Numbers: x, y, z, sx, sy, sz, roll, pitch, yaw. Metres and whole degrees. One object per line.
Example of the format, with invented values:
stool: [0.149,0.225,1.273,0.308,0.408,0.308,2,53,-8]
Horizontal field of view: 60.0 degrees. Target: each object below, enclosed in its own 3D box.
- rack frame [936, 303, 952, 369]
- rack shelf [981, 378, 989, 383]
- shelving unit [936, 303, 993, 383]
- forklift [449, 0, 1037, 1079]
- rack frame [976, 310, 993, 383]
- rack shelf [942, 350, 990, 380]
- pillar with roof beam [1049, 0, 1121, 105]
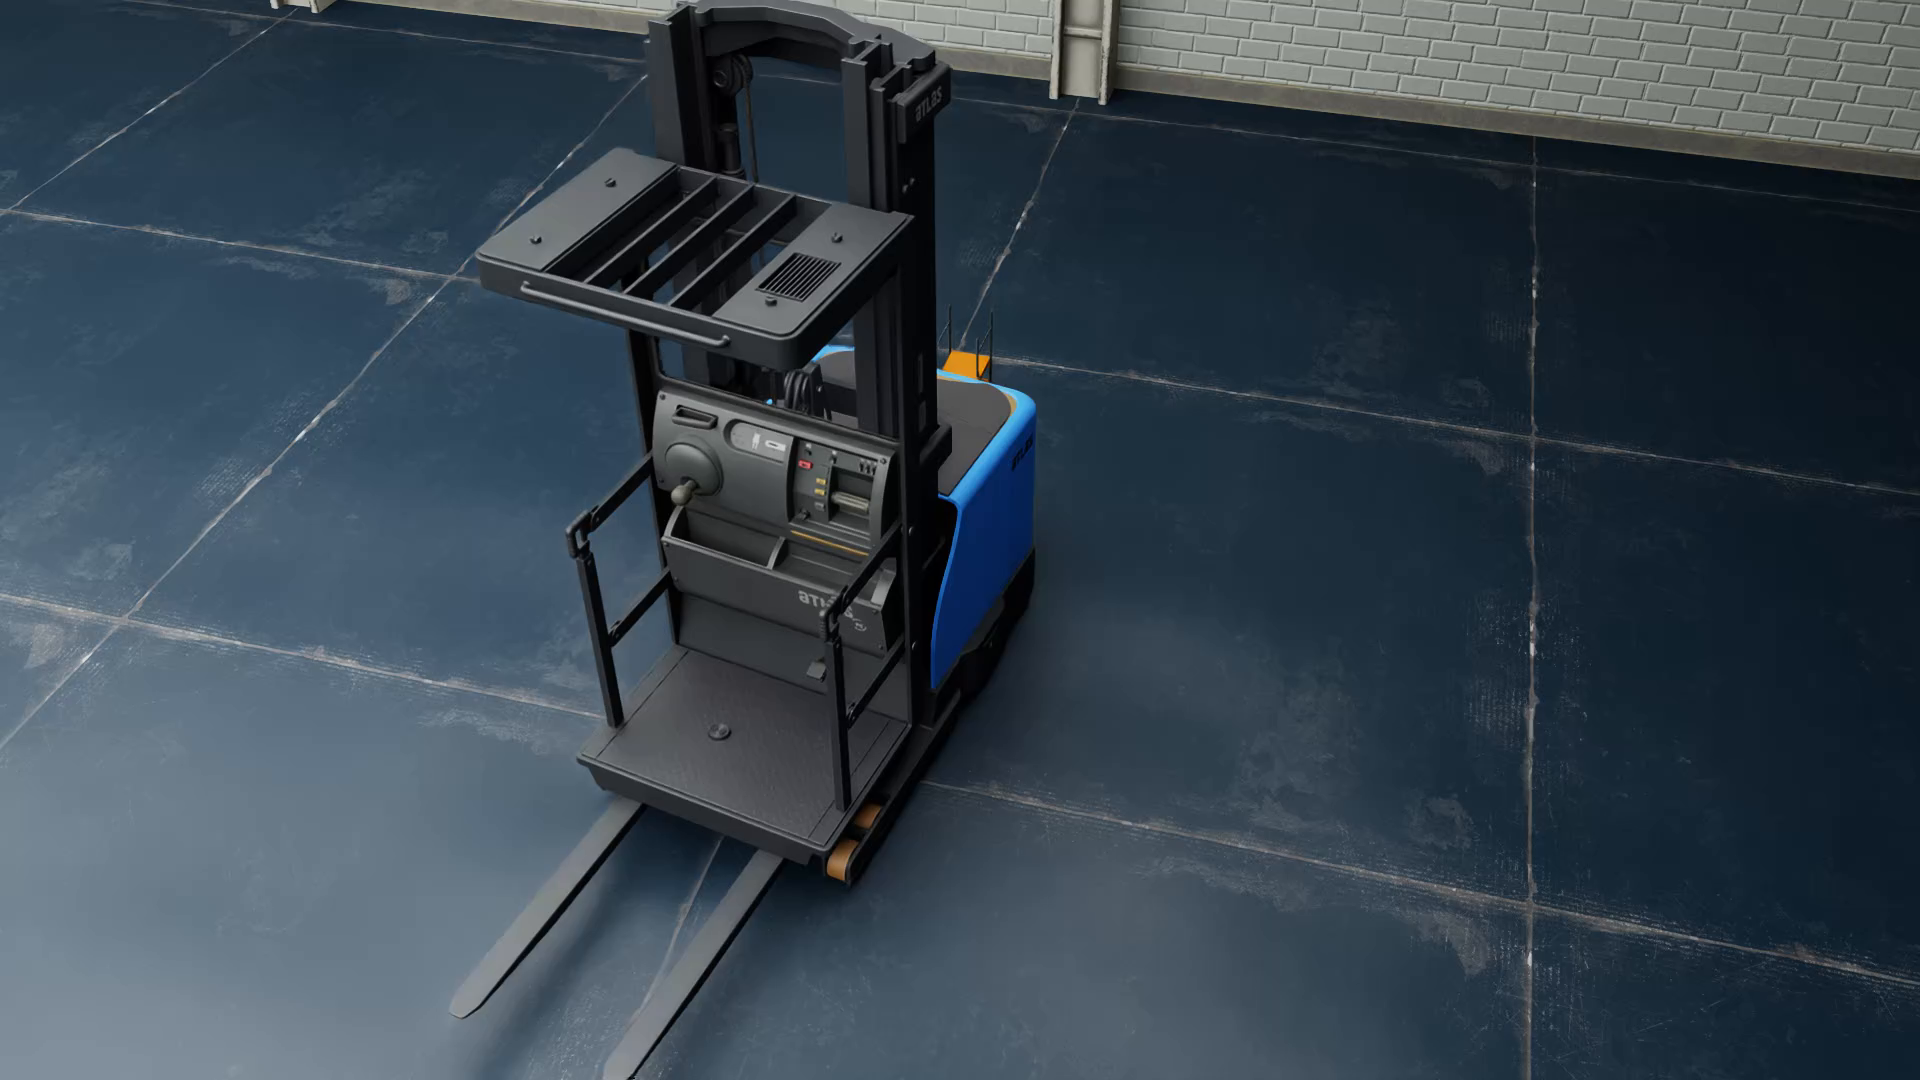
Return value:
rack frame: [-0.072,-0.476,7.383,0.006,1.200,0.240,11,41,12]
rack shelf: [0.015,-0.609,7.238,0.180,0.103,0.258,11,41,12]
shelving unit: [0.016,-0.459,7.364,0.189,1.200,0.258,11,41,12]
forklift: [-0.756,-0.169,5.672,1.130,2.935,3.031,17,43,19]
rack frame: [0.104,-0.443,7.344,0.006,1.200,0.240,11,41,12]
rack shelf: [0.015,-0.701,7.160,0.180,0.103,0.258,11,41,12]
pillar with roof beam: [-0.273,-3.845,5.331,0.400,9.000,9.100,10,41,11]
